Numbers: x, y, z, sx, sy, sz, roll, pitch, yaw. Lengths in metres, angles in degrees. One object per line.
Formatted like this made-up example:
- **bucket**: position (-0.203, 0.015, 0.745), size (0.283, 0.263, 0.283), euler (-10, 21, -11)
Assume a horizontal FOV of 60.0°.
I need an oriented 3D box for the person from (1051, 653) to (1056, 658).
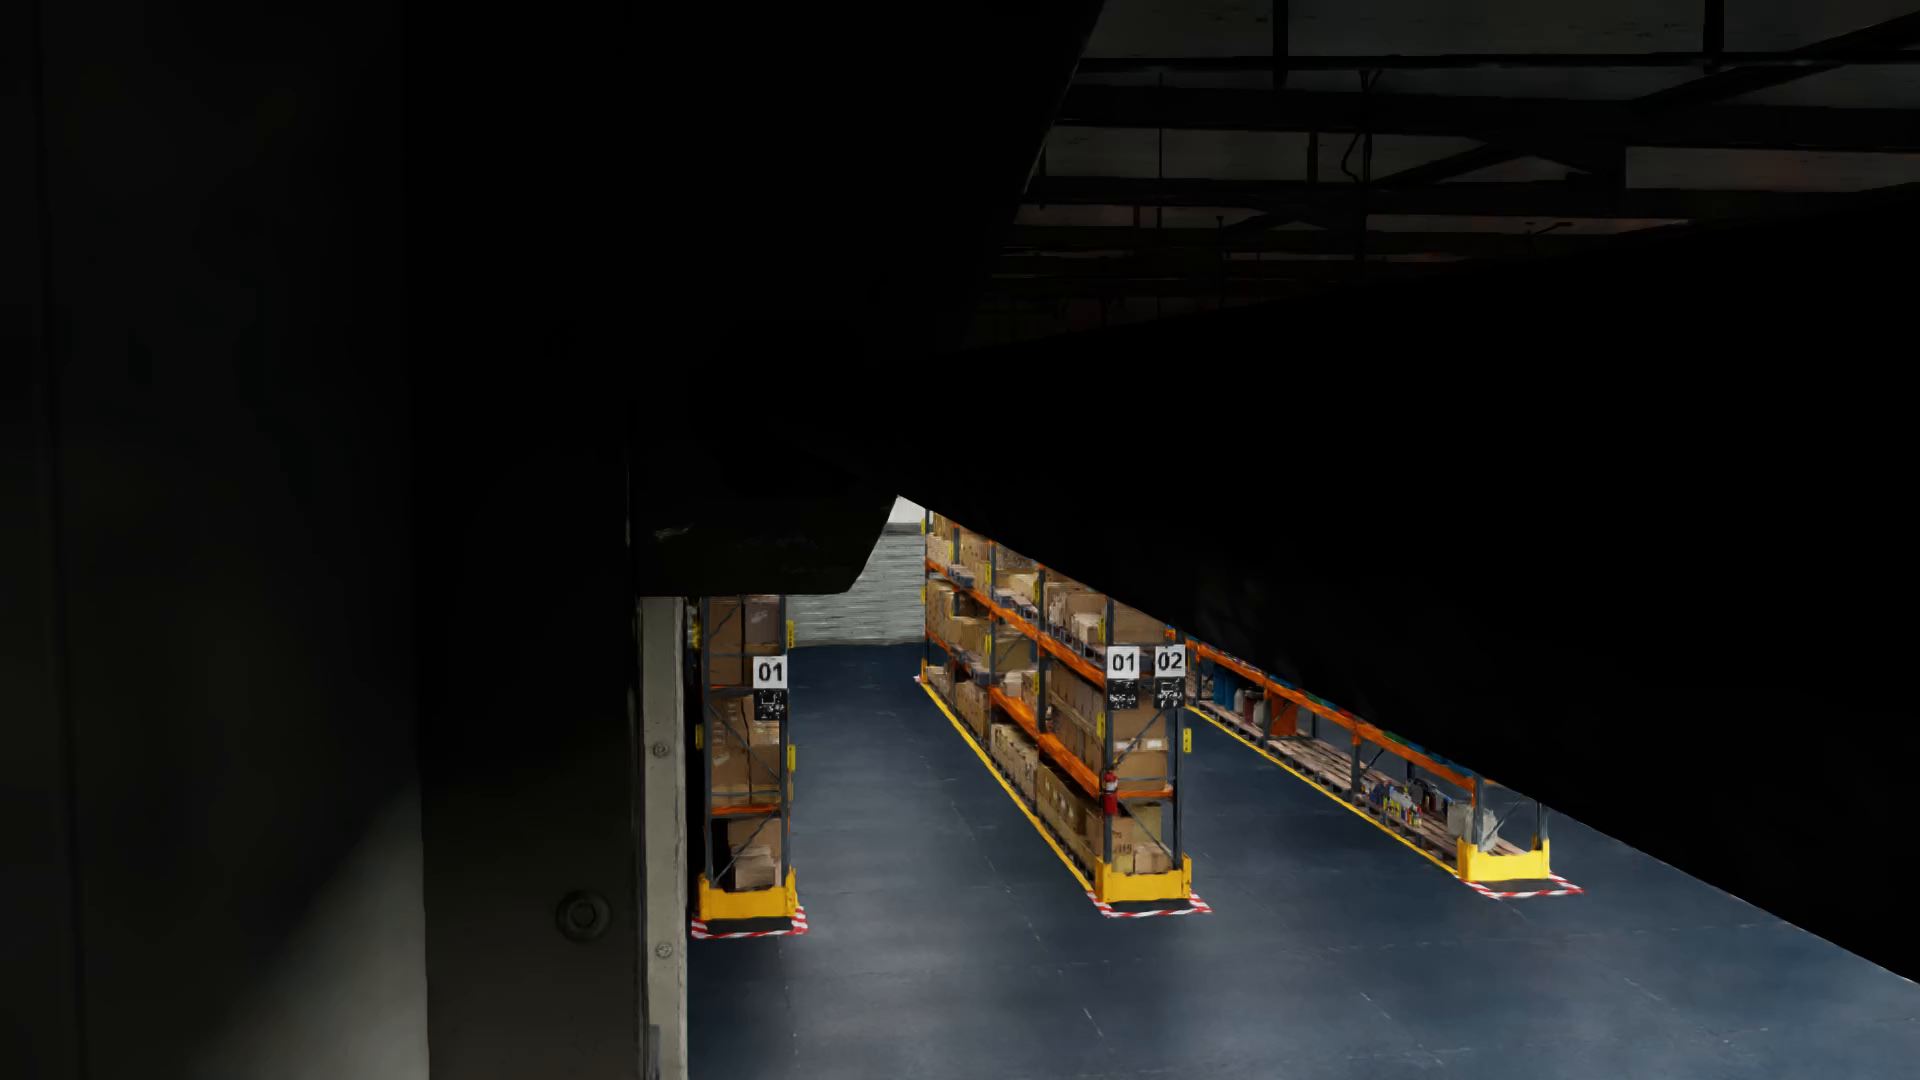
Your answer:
- **person**: position (2.151, 2.577, 33.517), size (0.639, 1.632, 0.506), euler (-1, 5, -11)
